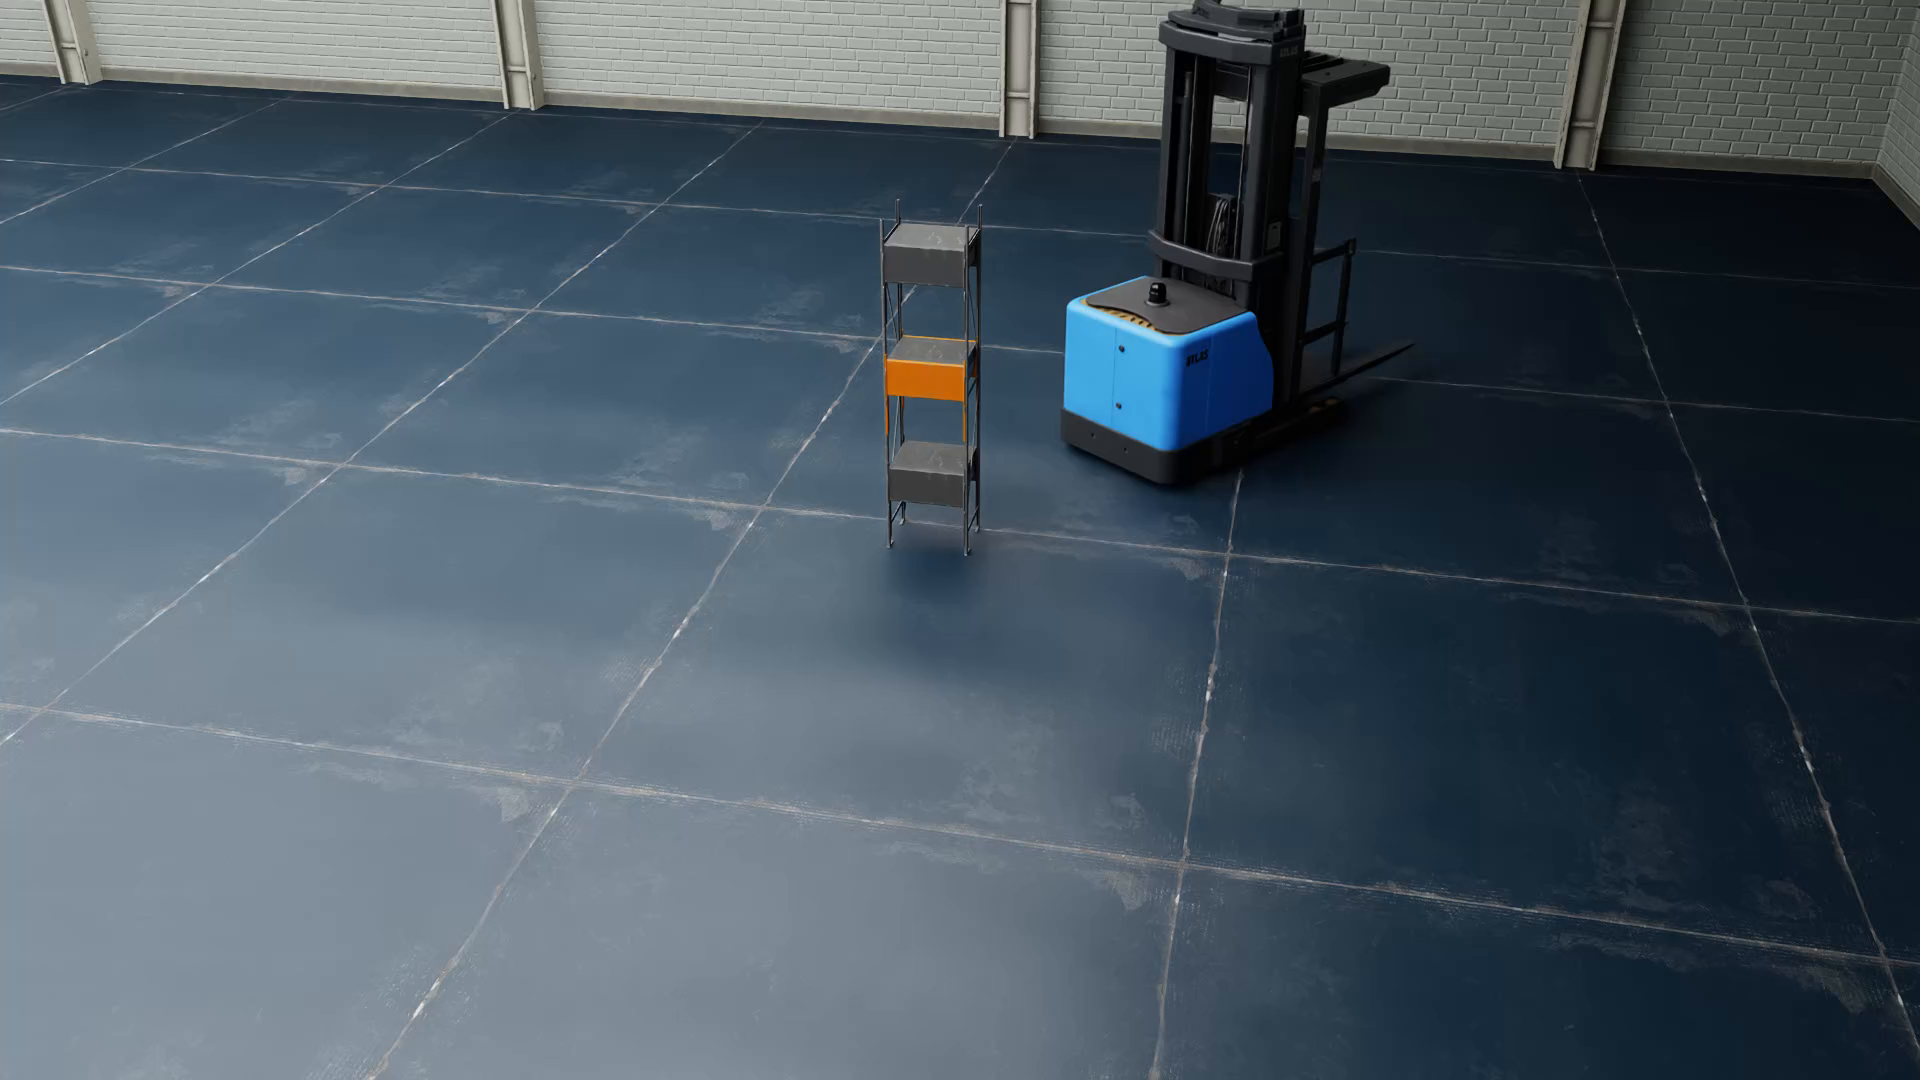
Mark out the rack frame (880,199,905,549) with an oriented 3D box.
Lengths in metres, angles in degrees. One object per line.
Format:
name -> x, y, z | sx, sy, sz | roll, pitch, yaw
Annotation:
rack frame -> -0.401, -0.962, 9.983 | 0.015, 2.100, 0.400 | 6, 29, 11

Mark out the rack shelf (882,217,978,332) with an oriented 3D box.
rack shelf -> -0.162, -1.540, 9.609 | 0.480, 0.518, 0.431 | 6, 29, 11

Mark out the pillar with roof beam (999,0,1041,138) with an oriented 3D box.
pillar with roof beam -> -0.233, -6.515, 12.941 | 0.400, 9.000, 9.100 | 6, 29, 11

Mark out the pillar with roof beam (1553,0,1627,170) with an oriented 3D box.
pillar with roof beam -> 5.634, -5.913, 11.842 | 0.400, 9.000, 9.100 | 6, 29, 11

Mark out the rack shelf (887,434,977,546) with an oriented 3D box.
rack shelf -> -0.162, -0.312, 10.281 | 0.480, 0.518, 0.431 | 6, 29, 11

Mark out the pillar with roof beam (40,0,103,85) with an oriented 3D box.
pillar with roof beam -> -11.969, -7.718, 15.139 | 0.400, 9.000, 9.100 | 6, 29, 11

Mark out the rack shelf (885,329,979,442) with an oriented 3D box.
rack shelf -> -0.162, -0.926, 9.945 | 0.480, 0.518, 0.431 | 6, 29, 11

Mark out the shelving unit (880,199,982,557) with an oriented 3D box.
shelving unit -> -0.162, -0.938, 9.938 | 0.503, 2.100, 0.431 | 6, 29, 11

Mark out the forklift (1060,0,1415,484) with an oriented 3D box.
forklift -> 2.133, -2.239, 11.449 | 3.031, 2.935, 1.130 | -23, 36, -36

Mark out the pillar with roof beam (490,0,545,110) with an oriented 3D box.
pillar with roof beam -> -6.101, -7.116, 14.040 | 0.400, 9.000, 9.100 | 6, 29, 11

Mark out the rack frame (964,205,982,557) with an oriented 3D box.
rack frame -> 0.077, -0.913, 9.893 | 0.015, 2.100, 0.400 | 6, 29, 11

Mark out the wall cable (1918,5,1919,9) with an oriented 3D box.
wall cable -> 9.138, -5.656, 14.607 | 0.112, 2.526, 3.097 | 6, 29, 11
